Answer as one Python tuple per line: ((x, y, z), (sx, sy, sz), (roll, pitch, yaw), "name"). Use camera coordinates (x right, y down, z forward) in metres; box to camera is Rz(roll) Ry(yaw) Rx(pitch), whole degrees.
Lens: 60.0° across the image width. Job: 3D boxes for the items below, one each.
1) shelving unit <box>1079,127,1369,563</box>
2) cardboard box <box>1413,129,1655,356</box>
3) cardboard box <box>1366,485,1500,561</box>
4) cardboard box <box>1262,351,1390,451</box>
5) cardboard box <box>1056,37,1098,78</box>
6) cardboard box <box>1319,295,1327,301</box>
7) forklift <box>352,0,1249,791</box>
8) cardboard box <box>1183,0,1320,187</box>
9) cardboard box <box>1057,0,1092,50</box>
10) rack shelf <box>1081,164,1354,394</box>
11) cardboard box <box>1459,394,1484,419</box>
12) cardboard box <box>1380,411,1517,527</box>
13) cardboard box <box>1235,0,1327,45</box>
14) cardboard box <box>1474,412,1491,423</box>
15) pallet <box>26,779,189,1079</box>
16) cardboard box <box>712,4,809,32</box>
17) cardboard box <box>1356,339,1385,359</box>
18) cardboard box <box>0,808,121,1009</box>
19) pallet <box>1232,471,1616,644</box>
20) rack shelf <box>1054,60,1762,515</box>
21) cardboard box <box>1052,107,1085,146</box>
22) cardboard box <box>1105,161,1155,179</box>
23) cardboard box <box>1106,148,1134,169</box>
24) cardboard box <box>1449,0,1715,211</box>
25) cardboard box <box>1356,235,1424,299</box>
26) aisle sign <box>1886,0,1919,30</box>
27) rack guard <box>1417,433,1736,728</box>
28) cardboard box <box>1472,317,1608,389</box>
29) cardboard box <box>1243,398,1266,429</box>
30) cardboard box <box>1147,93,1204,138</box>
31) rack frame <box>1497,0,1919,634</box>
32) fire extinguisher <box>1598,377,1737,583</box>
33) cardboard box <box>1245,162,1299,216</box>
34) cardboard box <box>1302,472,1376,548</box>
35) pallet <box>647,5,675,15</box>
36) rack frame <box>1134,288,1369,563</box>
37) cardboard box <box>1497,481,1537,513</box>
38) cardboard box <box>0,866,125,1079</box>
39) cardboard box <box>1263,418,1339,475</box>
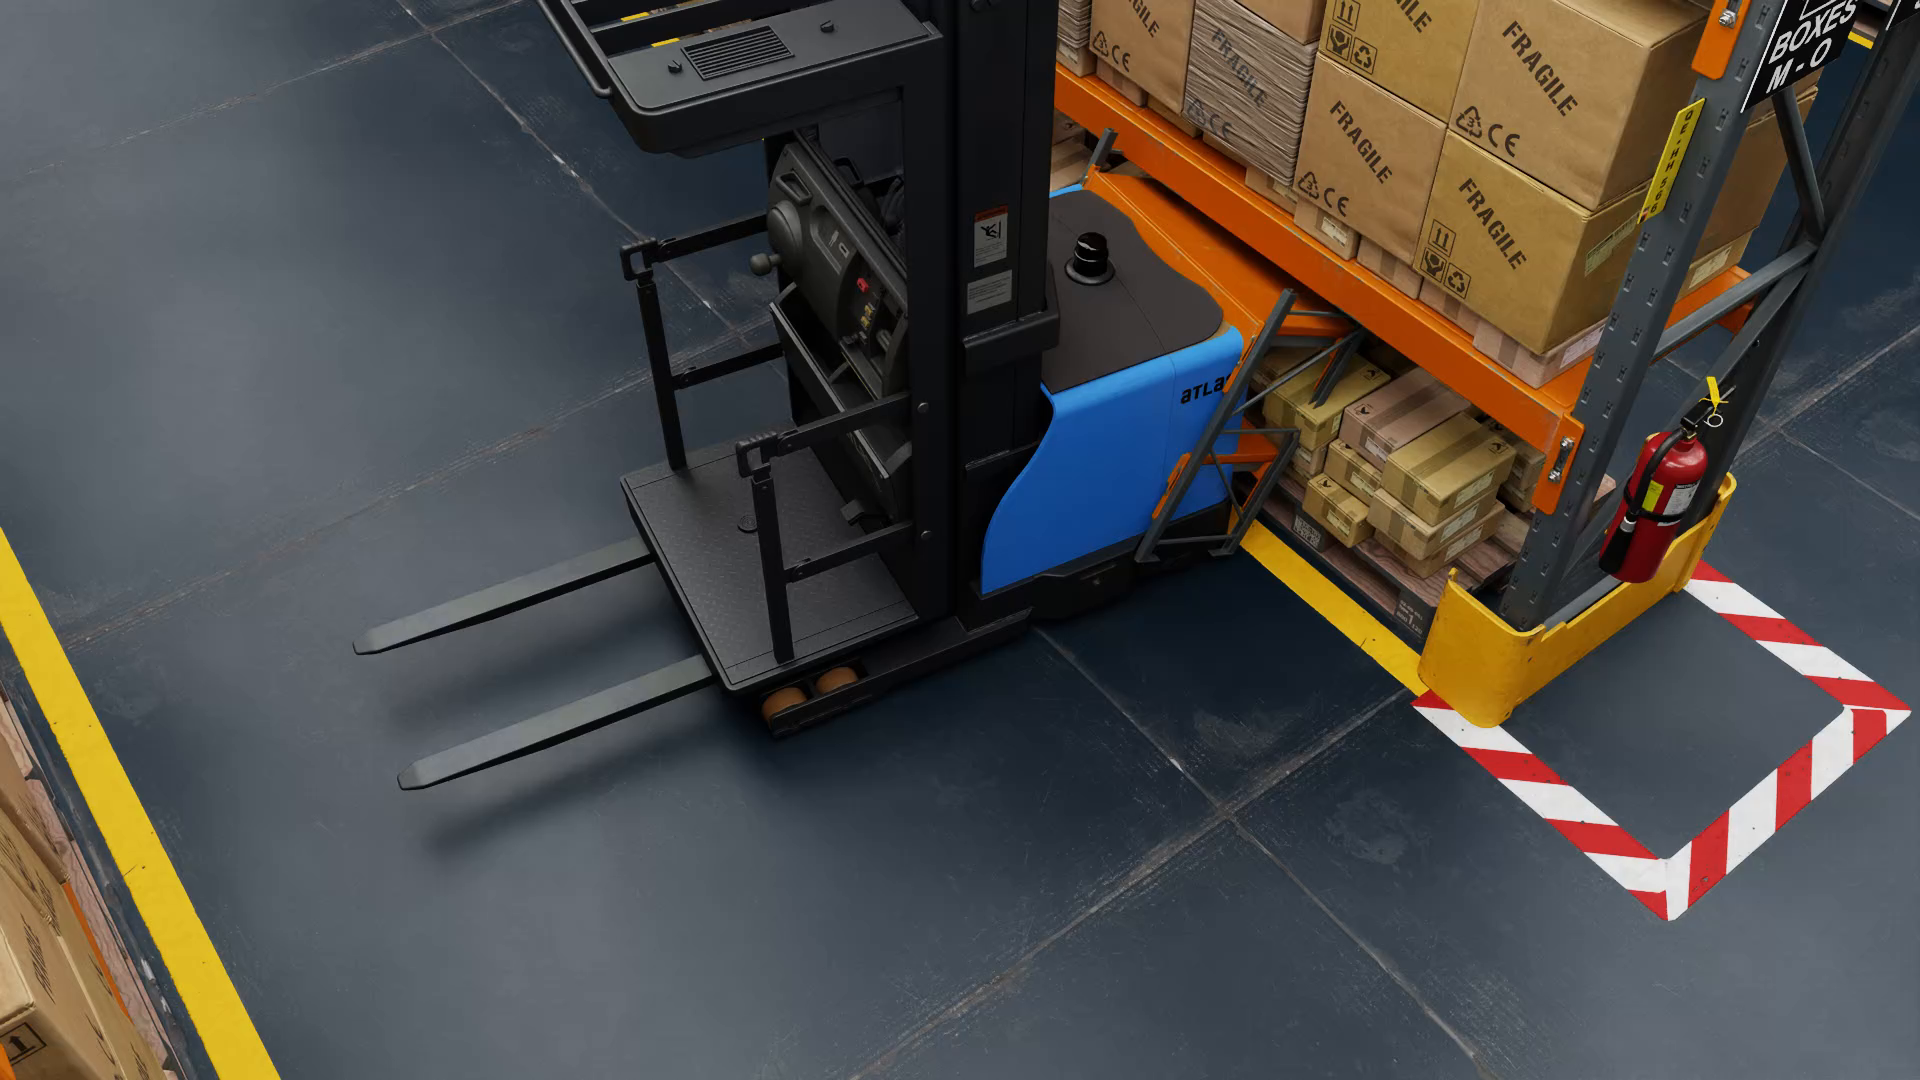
((0.761, -0.698, 6.000), (0.538, 1.125, 1.048), (-4, 43, -39), "shelving unit")
((1.714, -0.947, 4.816), (0.500, 0.500, 0.500), (-28, 54, -23), "cardboard box")
((1.644, -0.131, 5.784), (0.380, 0.149, 0.250), (-31, 55, -25), "cardboard box")
((1.304, -0.516, 5.932), (0.380, 0.149, 0.250), (-31, 55, -25), "cardboard box")
((0.516, -1.870, 6.090), (0.380, 0.149, 0.250), (-27, 53, -22), "cardboard box")
((1.454, -1.100, 6.462), (0.380, 0.149, 0.250), (-27, 53, -23), "cardboard box")
((-0.559, -0.775, 4.974), (3.031, 2.935, 1.130), (-21, 51, -18), "forklift")
((1.092, -1.548, 5.360), (0.500, 0.500, 0.500), (-29, 54, -24), "cardboard box")
((0.450, -2.150, 5.906), (0.500, 0.500, 0.500), (-31, 55, -25), "cardboard box")
((0.870, -0.922, 5.846), (0.538, 0.278, 1.000), (-4, 43, -39), "rack shelf")
((1.881, -0.618, 6.024), (0.380, 0.149, 0.250), (-28, 54, -23), "cardboard box")
((1.669, -0.246, 5.688), (0.380, 0.149, 0.250), (-29, 54, -24), "cardboard box")
((1.087, -1.893, 4.998), (0.500, 0.500, 0.500), (-27, 53, -22), "cardboard box")
((1.957, -0.559, 6.172), (0.380, 0.149, 0.250), (-30, 54, -24), "cardboard box")
((-2.968, 1.397, 4.841), (1.003, 0.211, 1.213), (-29, 54, -24), "pallet")
((-0.880, -2.648, 8.029), (0.500, 0.500, 0.500), (-30, 55, -25), "cardboard box")
((1.670, -0.863, 6.448), (0.380, 0.149, 0.250), (-28, 54, -23), "cardboard box")
((-2.078, 0.885, 3.356), (0.500, 0.500, 0.500), (-30, 54, -24), "cardboard box")
((1.681, -0.267, 6.350), (1.003, 0.211, 1.213), (-29, 54, -24), "pallet")
((0.980, -1.602, 6.163), (1.077, 0.370, 4.000), (-29, 54, -24), "rack shelf")
((0.301, -1.651, 6.961), (0.380, 0.149, 0.250), (-31, 55, -25), "cardboard box")
((0.621, -1.340, 6.680), (0.380, 0.149, 0.250), (-32, 55, -25), "cardboard box")
((0.806, -1.626, 7.139), (0.380, 0.149, 0.250), (-28, 54, -23), "cardboard box")
((1.716, -1.292, 4.453), (0.500, 0.500, 0.500), (-30, 55, -25), "cardboard box")
((1.484, -0.950, 5.256), (0.380, 0.149, 0.250), (-30, 54, -24), "cardboard box")
((2.474, -1.629, 3.947), (0.394, 0.787, 0.004), (-29, 54, -24), "aisle sign")
((2.145, 0.130, 5.794), (1.175, 0.500, 0.348), (-29, 54, -24), "rack guard")
((1.769, -0.645, 4.980), (0.380, 0.149, 0.250), (-29, 54, -24), "cardboard box")
((1.219, -0.505, 6.324), (0.380, 0.149, 0.250), (-29, 54, -24), "cardboard box")
((0.885, -1.593, 5.840), (0.380, 0.149, 0.250), (-29, 54, -23), "cardboard box")
((2.191, -0.664, 4.828), (1.000, 3.000, 0.127), (-29, 54, -24), "rack frame")
((1.976, -0.157, 4.672), (0.296, 0.674, 0.183), (-29, 54, -24), "fire extinguisher")
((1.175, -1.258, 5.536), (0.380, 0.149, 0.250), (-32, 55, -25), "cardboard box")
((1.470, -0.171, 6.021), (0.380, 0.149, 0.250), (-28, 54, -23), "cardboard box")
((-1.446, -3.264, 9.067), (1.003, 0.211, 1.213), (-29, 54, -24), "pallet")
((1.019, -0.371, 5.709), (0.500, 1.125, 0.032), (-4, 43, -39), "rack frame")
((2.128, -0.300, 6.138), (0.380, 0.149, 0.250), (-28, 54, -23), "cardboard box")
((-1.751, 0.836, 2.725), (0.500, 0.500, 0.500), (-31, 55, -25), "cardboard box")
((1.328, -0.436, 6.061), (0.380, 0.149, 0.250), (-32, 55, -25), "cardboard box")
